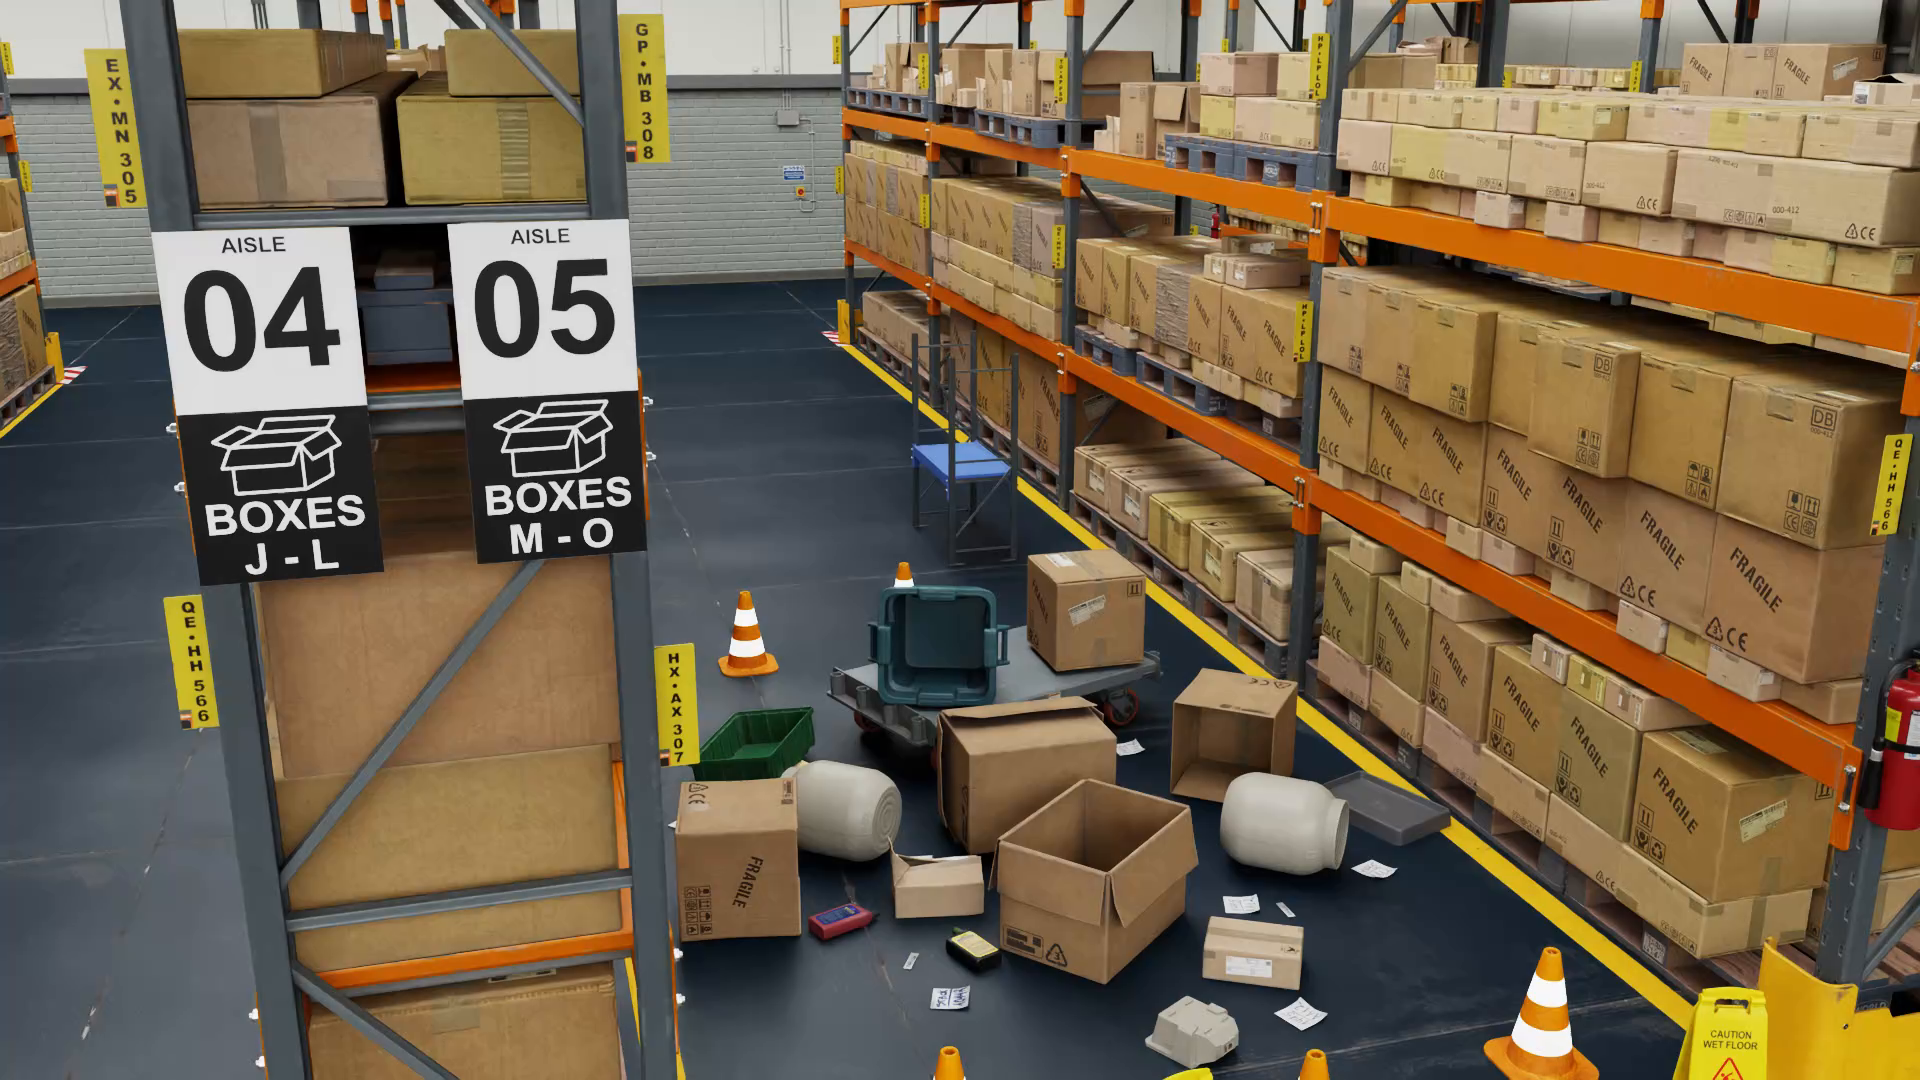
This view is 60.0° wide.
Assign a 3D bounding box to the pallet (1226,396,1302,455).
[{"bbox_3d":[2.312,-0.743,10.046,1.003,0.211,1.213,-5,17,-15],"label":"pallet"}]

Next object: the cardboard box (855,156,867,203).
[{"bbox_3d":[-0.909,-4.161,19.177,0.500,0.500,0.500,-5,17,-17],"label":"cardboard box"}]

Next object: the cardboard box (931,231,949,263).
[{"bbox_3d":[0.033,-2.849,16.113,0.500,0.250,0.500,-5,17,-17],"label":"cardboard box"}]

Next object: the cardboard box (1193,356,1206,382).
[{"bbox_3d":[1.709,-1.097,10.596,0.380,0.149,0.250,-5,17,-15],"label":"cardboard box"}]

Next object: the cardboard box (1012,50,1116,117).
[{"bbox_3d":[0.828,-3.663,13.315,0.700,0.500,0.500,-6,18,-18],"label":"cardboard box"}]

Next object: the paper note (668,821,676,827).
[{"bbox_3d":[-1.294,1.343,7.927,0.142,0.020,0.147,11,20,32],"label":"paper note"}]

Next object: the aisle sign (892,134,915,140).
[{"bbox_3d":[-0.637,-5.221,20.100,0.394,0.787,0.004,-5,17,-15],"label":"aisle sign"}]

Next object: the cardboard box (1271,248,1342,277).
[{"bbox_3d":[2.195,-1.765,10.565,0.380,0.149,0.250,-4,17,-12],"label":"cardboard box"}]

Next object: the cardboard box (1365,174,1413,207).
[{"bbox_3d":[2.248,-1.746,8.273,0.380,0.149,0.250,-5,17,-15],"label":"cardboard box"}]

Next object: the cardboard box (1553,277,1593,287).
[{"bbox_3d":[5.505,-2.344,14.749,0.380,0.149,0.250,-4,17,-14],"label":"cardboard box"}]

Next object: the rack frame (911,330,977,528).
[{"bbox_3d":[-0.116,-0.835,12.626,0.500,1.500,0.032,-5,17,-15],"label":"rack frame"}]

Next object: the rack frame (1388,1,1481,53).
[{"bbox_3d":[4.955,-6.092,17.090,1.000,3.000,0.127,-5,17,-15],"label":"rack frame"}]

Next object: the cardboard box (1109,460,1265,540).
[{"bbox_3d":[1.639,-0.301,12.077,0.950,0.372,0.625,-5,17,-16],"label":"cardboard box"}]

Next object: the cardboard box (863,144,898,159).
[{"bbox_3d":[-0.893,-4.430,18.945,0.380,0.149,0.250,-5,18,-17],"label":"cardboard box"}]

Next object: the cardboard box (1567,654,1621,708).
[{"bbox_3d":[2.779,0.573,6.949,0.380,0.149,0.250,-4,17,-14],"label":"cardboard box"}]

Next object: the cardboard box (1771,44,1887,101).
[{"bbox_3d":[6.299,-3.344,12.080,0.500,0.500,0.500,-4,17,-14],"label":"cardboard box"}]

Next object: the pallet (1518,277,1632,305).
[{"bbox_3d":[5.801,-2.202,14.903,1.213,0.211,1.003,-5,17,-15],"label":"pallet"}]

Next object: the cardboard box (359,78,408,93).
[{"bbox_3d":[-2.065,-1.373,5.434,0.500,0.250,0.500,-5,17,-15],"label":"cardboard box"}]

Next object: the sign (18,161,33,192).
[{"bbox_3d":[-9.919,-3.855,17.648,0.100,0.325,0.005,-5,17,-15],"label":"sign"}]

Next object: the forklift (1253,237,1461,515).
[{"bbox_3d":[3.945,-1.685,12.965,3.031,2.935,1.130,0,17,-2],"label":"forklift"}]

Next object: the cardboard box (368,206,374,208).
[{"bbox_3d":[-2.016,-1.068,5.114,0.380,0.149,0.250,-5,17,-15],"label":"cardboard box"}]

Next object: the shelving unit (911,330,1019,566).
[{"bbox_3d":[0.023,-0.695,12.158,0.538,1.500,1.048,-5,17,-15],"label":"shelving unit"}]

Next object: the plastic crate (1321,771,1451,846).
[{"bbox_3d":[2.025,1.285,8.035,0.402,0.080,0.583,-12,20,-34],"label":"plastic crate"}]

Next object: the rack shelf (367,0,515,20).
[{"bbox_3d":[-3.998,-4.190,12.703,1.077,0.370,4.000,-5,17,-15],"label":"rack shelf"}]

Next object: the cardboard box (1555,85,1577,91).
[{"bbox_3d":[5.515,-3.960,14.775,0.380,0.149,0.250,-5,17,-15],"label":"cardboard box"}]

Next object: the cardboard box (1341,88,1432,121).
[{"bbox_3d":[2.155,-2.197,8.390,0.380,0.149,0.250,-5,17,-16],"label":"cardboard box"}]

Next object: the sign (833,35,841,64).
[{"bbox_3d":[-1.451,-5.782,19.617,0.100,0.325,0.005,-5,17,-15],"label":"sign"}]

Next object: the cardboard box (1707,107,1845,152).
[{"bbox_3d":[2.963,-1.492,6.041,0.380,0.149,0.250,-5,17,-15],"label":"cardboard box"}]

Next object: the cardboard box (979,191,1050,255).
[{"bbox_3d":[0.478,-2.787,14.606,0.500,0.500,0.500,-5,17,-16],"label":"cardboard box"}]

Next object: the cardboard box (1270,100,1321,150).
[{"bbox_3d":[2.082,-2.328,9.306,0.500,0.250,0.500,-5,17,-16],"label":"cardboard box"}]

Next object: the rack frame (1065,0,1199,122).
[{"bbox_3d":[1.283,-4.592,12.097,1.000,3.000,0.127,-5,17,-15],"label":"rack frame"}]

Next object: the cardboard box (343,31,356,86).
[{"bbox_3d":[-1.947,-1.381,4.768,0.380,0.149,0.250,-5,17,-15],"label":"cardboard box"}]

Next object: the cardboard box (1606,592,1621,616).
[{"bbox_3d":[2.912,0.243,6.865,0.380,0.149,0.250,-4,17,-14],"label":"cardboard box"}]

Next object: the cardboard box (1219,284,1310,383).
[{"bbox_3d":[1.897,-1.250,9.980,0.500,0.500,0.500,-5,17,-15],"label":"cardboard box"}]

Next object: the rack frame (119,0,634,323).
[{"bbox_3d":[-1.250,-1.960,3.334,1.000,3.000,0.127,-5,17,-15],"label":"rack frame"}]

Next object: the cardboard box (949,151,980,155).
[{"bbox_3d":[0.095,-4.057,17.704,0.380,0.149,0.250,-5,17,-17],"label":"cardboard box"}]

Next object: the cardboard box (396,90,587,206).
[{"bbox_3d":[-1.136,-0.997,4.181,0.500,0.250,0.500,-5,17,-15],"label":"cardboard box"}]

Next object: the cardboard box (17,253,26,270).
[{"bbox_3d":[-9.957,-2.884,17.274,0.380,0.149,0.250,-5,17,-15],"label":"cardboard box"}]

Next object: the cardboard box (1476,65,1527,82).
[{"bbox_3d":[5.095,-4.388,15.647,0.380,0.149,0.250,-5,17,-15],"label":"cardboard box"}]

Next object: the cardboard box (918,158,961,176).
[{"bbox_3d":[-0.207,-3.723,16.591,0.380,0.149,0.250,-5,17,-16],"label":"cardboard box"}]

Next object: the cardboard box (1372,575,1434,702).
[{"bbox_3d":[2.443,0.476,8.399,0.500,0.500,0.500,-4,17,-13],"label":"cardboard box"}]

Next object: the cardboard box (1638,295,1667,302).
[{"bbox_3d":[5.917,-2.136,13.740,0.500,0.250,0.500,-5,17,-15],"label":"cardboard box"}]

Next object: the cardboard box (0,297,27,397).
[{"bbox_3d":[-9.941,-1.909,16.557,0.875,0.875,0.875,-5,17,-15],"label":"cardboard box"}]

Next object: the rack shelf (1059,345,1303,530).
[{"bbox_3d":[1.832,-0.821,11.221,1.077,0.370,4.000,-5,17,-15],"label":"rack shelf"}]

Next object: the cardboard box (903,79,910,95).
[{"bbox_3d":[-0.372,-4.615,16.920,0.380,0.149,0.250,-4,17,-14],"label":"cardboard box"}]

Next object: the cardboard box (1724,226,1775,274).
[{"bbox_3d":[2.974,-1.041,5.927,0.380,0.149,0.250,-4,17,-14],"label":"cardboard box"}]

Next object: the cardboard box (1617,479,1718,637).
[{"bbox_3d":[2.934,0.037,6.425,0.500,0.500,0.500,-5,17,-15],"label":"cardboard box"}]

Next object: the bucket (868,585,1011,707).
[{"bbox_3d":[-0.095,0.502,8.614,0.726,0.611,0.620,1,7,4],"label":"bucket"}]

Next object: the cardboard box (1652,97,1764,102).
[{"bbox_3d":[3.197,-1.819,7.129,0.380,0.149,0.250,-4,17,-15],"label":"cardboard box"}]

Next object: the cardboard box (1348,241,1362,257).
[{"bbox_3d":[4.532,-3.237,18.450,0.380,0.149,0.250,-4,17,-14],"label":"cardboard box"}]

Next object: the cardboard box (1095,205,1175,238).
[{"bbox_3d":[1.382,-2.401,13.320,0.500,0.500,0.500,-5,18,-17],"label":"cardboard box"}]
